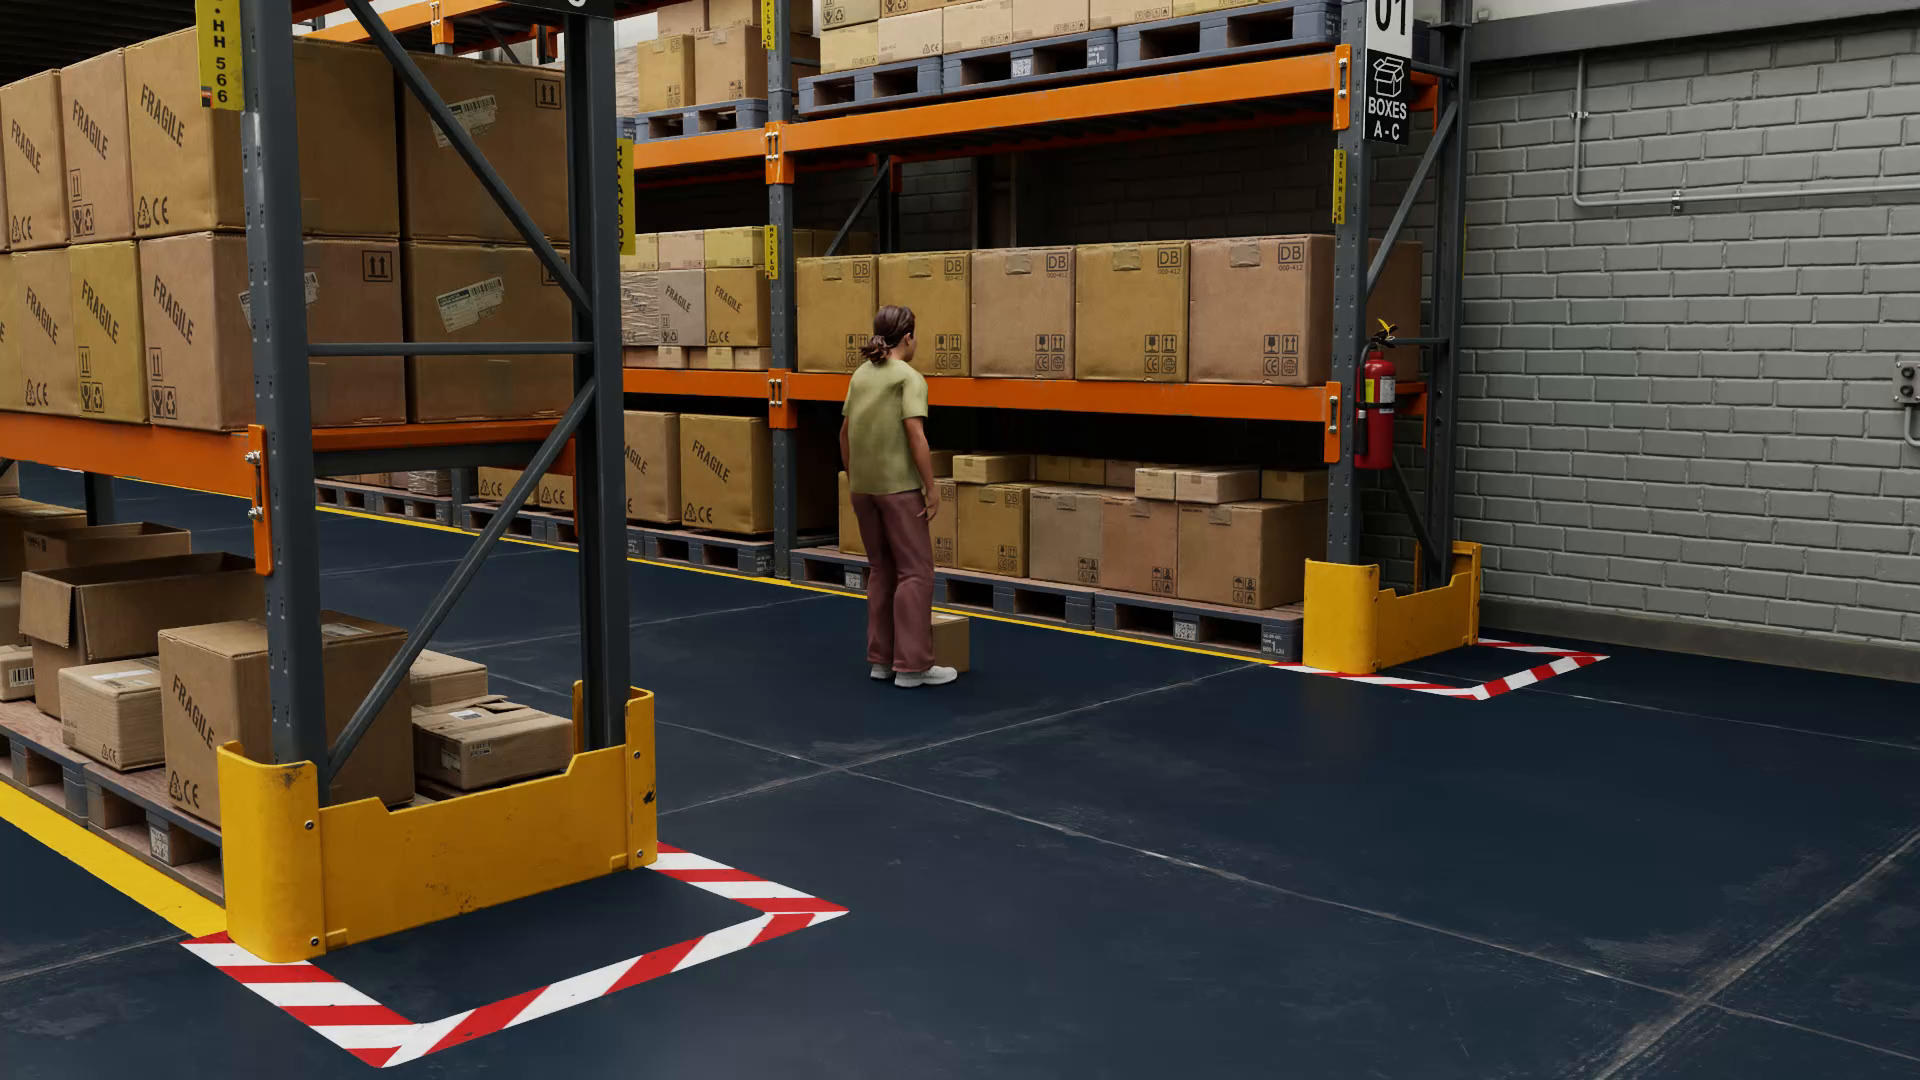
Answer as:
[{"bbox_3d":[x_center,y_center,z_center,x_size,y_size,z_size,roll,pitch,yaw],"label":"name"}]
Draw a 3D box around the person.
[{"bbox_3d":[-0.281,-0.205,7.406,0.519,1.673,0.408,6,9,41],"label":"person"}]
